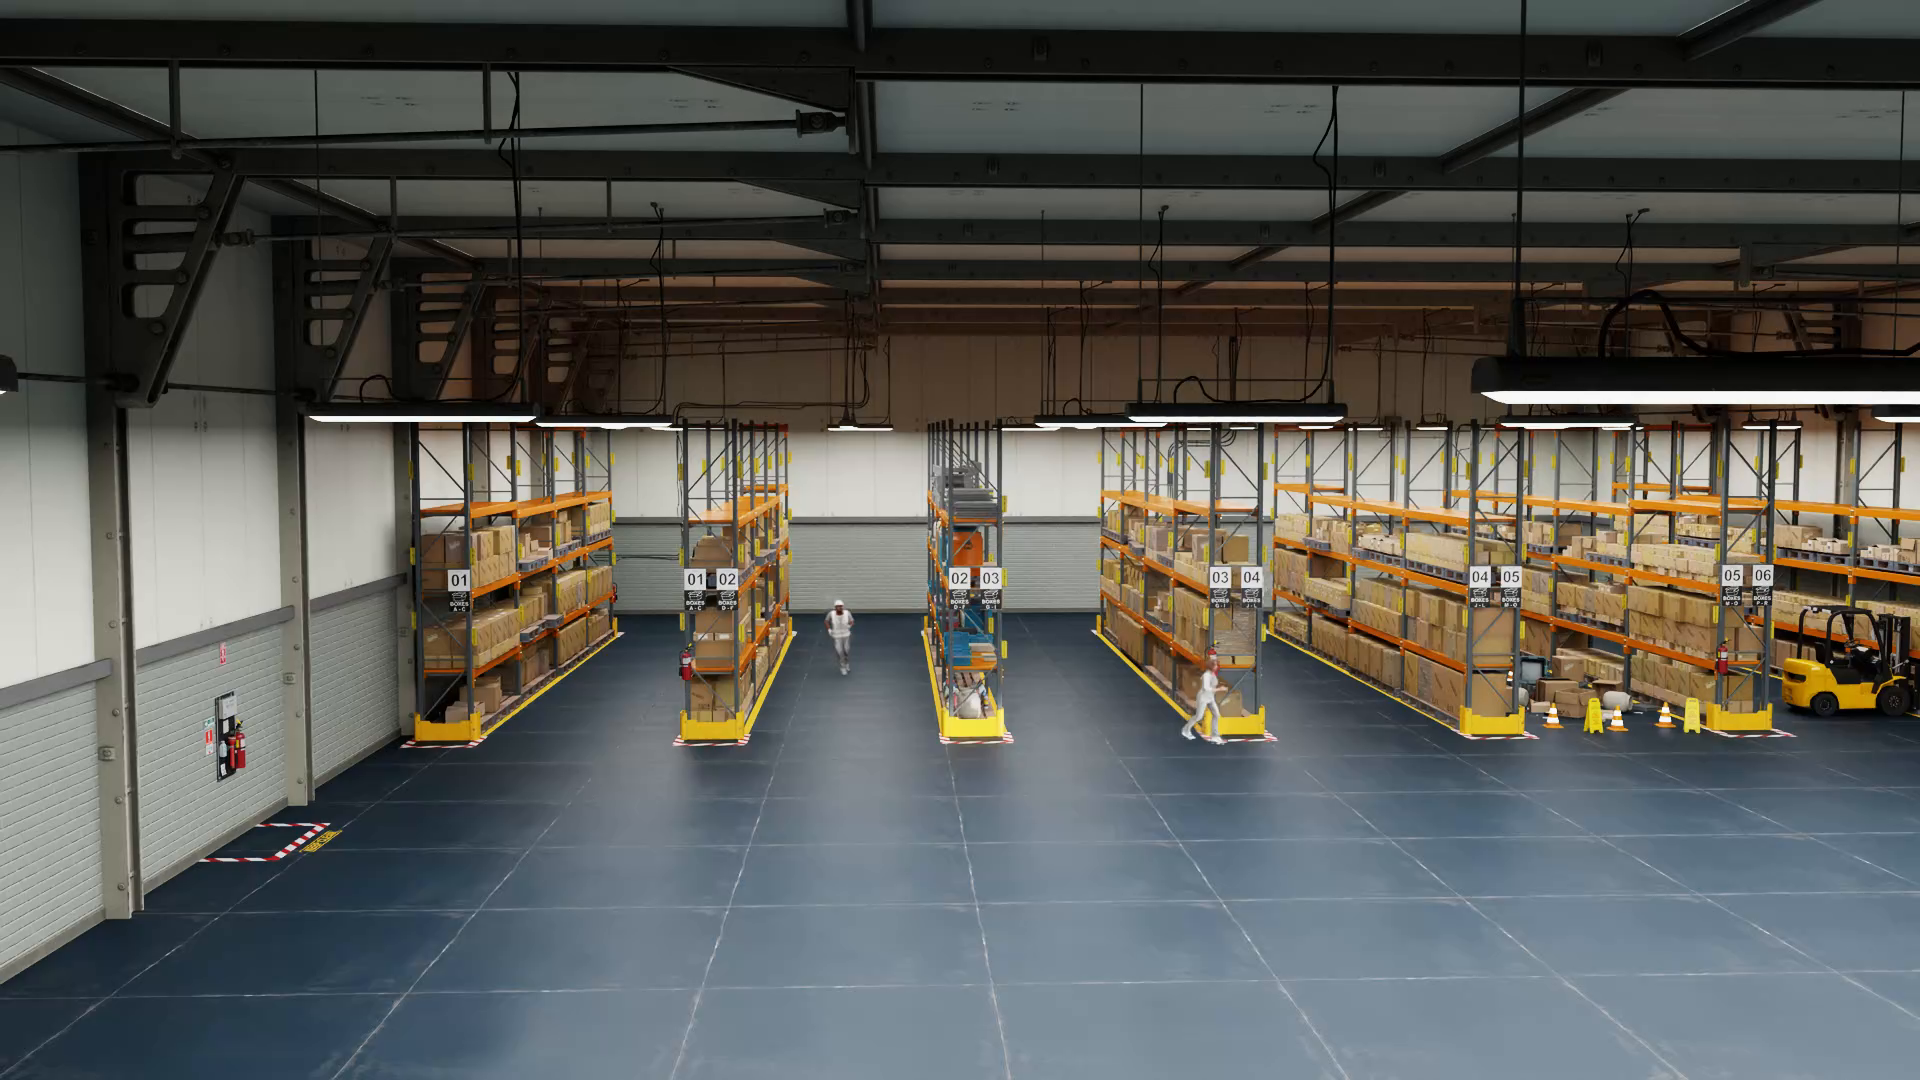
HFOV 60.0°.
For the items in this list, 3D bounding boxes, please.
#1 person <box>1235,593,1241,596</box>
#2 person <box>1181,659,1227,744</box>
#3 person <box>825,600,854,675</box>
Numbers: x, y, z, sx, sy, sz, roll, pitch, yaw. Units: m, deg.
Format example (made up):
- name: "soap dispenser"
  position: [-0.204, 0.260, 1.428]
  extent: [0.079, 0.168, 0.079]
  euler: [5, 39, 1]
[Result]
- name: "person"
  position: [7.879, 1.798, 47.455]
  extent: [0.653, 1.740, 0.628]
  euler: [0, 4, -3]
- name: "person"
  position: [4.514, 2.970, 30.684]
  extent: [0.894, 1.589, 0.547]
  euler: [2, 4, 31]
- name: "person"
  position: [-2.841, 2.295, 39.489]
  extent: [0.676, 1.757, 0.878]
  euler: [-1, 4, -15]
